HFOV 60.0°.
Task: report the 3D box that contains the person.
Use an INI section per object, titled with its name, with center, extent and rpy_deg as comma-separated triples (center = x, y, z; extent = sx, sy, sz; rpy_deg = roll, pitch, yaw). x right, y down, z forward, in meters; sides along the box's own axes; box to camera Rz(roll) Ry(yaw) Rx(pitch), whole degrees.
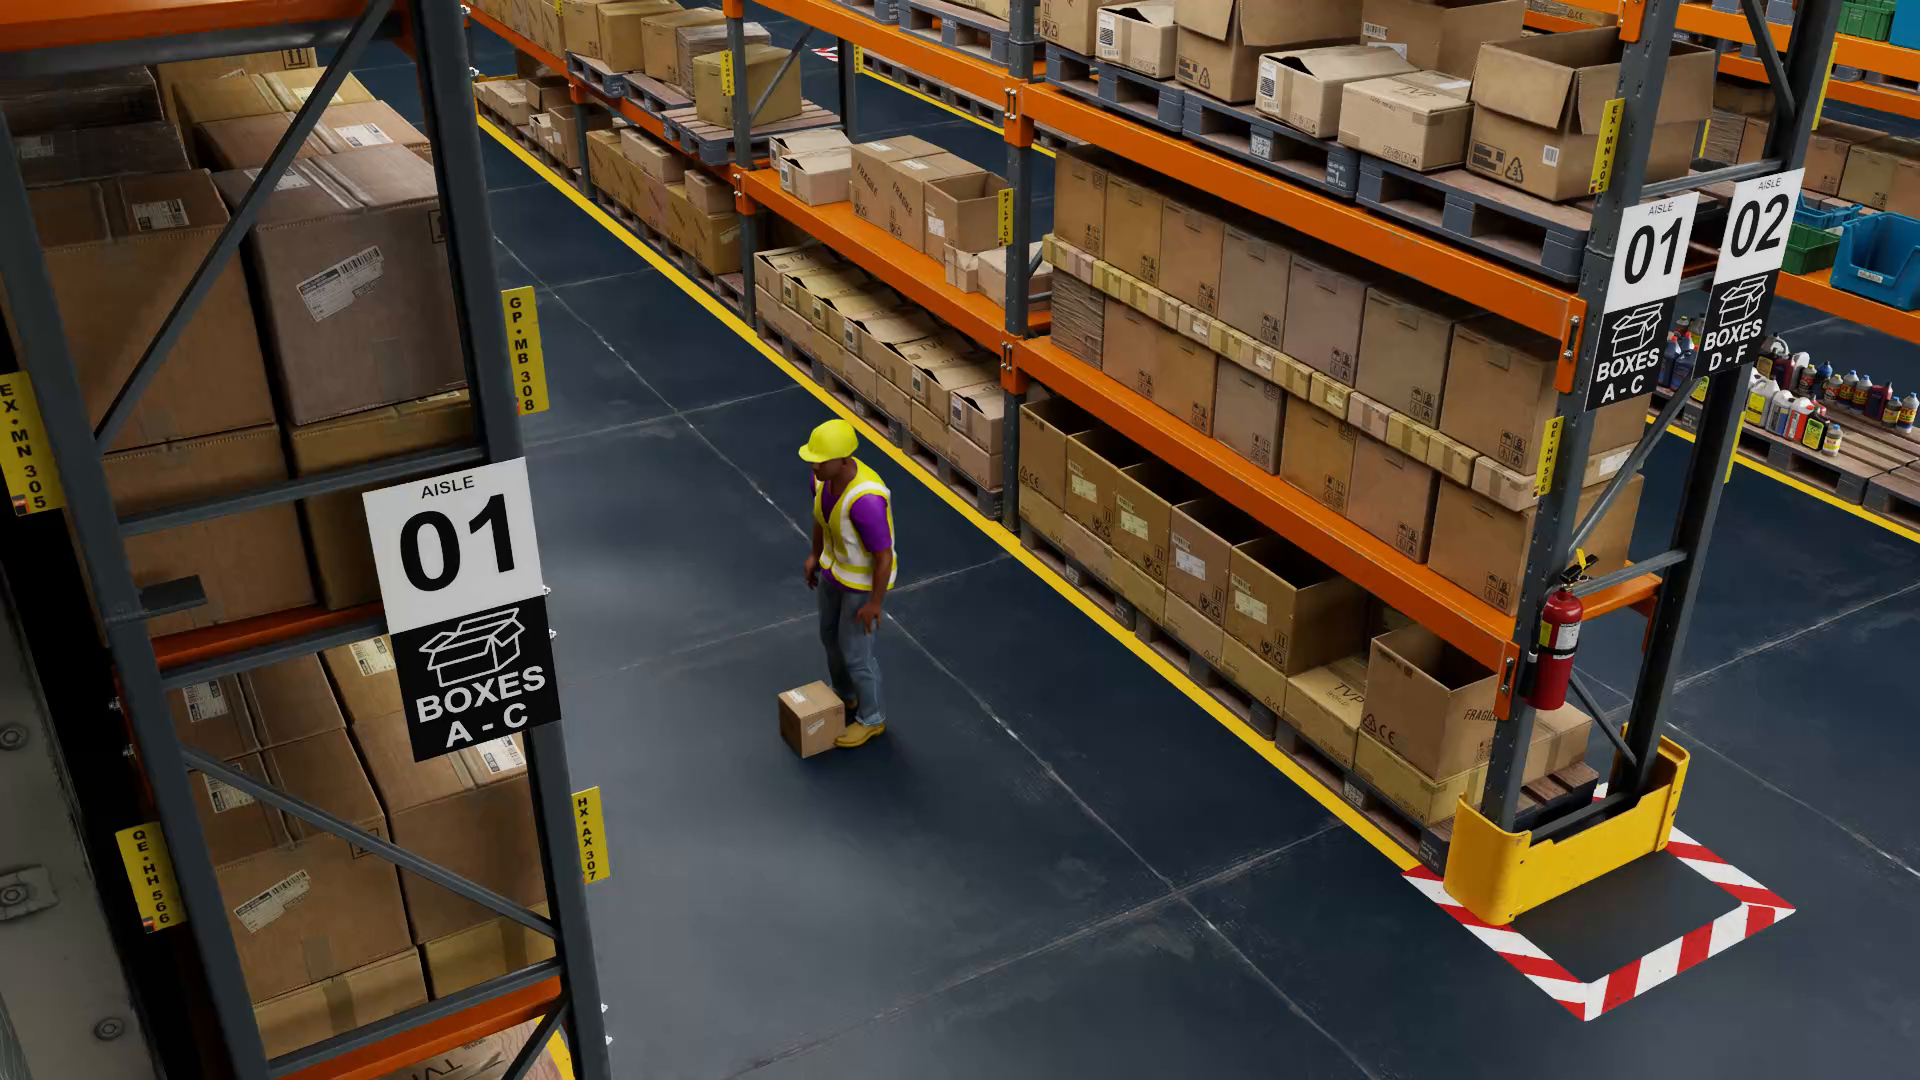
[person]
center = -0.557, 0.195, 8.191
extent = 0.454, 1.761, 0.636
rpy_deg = -18, 33, -29
